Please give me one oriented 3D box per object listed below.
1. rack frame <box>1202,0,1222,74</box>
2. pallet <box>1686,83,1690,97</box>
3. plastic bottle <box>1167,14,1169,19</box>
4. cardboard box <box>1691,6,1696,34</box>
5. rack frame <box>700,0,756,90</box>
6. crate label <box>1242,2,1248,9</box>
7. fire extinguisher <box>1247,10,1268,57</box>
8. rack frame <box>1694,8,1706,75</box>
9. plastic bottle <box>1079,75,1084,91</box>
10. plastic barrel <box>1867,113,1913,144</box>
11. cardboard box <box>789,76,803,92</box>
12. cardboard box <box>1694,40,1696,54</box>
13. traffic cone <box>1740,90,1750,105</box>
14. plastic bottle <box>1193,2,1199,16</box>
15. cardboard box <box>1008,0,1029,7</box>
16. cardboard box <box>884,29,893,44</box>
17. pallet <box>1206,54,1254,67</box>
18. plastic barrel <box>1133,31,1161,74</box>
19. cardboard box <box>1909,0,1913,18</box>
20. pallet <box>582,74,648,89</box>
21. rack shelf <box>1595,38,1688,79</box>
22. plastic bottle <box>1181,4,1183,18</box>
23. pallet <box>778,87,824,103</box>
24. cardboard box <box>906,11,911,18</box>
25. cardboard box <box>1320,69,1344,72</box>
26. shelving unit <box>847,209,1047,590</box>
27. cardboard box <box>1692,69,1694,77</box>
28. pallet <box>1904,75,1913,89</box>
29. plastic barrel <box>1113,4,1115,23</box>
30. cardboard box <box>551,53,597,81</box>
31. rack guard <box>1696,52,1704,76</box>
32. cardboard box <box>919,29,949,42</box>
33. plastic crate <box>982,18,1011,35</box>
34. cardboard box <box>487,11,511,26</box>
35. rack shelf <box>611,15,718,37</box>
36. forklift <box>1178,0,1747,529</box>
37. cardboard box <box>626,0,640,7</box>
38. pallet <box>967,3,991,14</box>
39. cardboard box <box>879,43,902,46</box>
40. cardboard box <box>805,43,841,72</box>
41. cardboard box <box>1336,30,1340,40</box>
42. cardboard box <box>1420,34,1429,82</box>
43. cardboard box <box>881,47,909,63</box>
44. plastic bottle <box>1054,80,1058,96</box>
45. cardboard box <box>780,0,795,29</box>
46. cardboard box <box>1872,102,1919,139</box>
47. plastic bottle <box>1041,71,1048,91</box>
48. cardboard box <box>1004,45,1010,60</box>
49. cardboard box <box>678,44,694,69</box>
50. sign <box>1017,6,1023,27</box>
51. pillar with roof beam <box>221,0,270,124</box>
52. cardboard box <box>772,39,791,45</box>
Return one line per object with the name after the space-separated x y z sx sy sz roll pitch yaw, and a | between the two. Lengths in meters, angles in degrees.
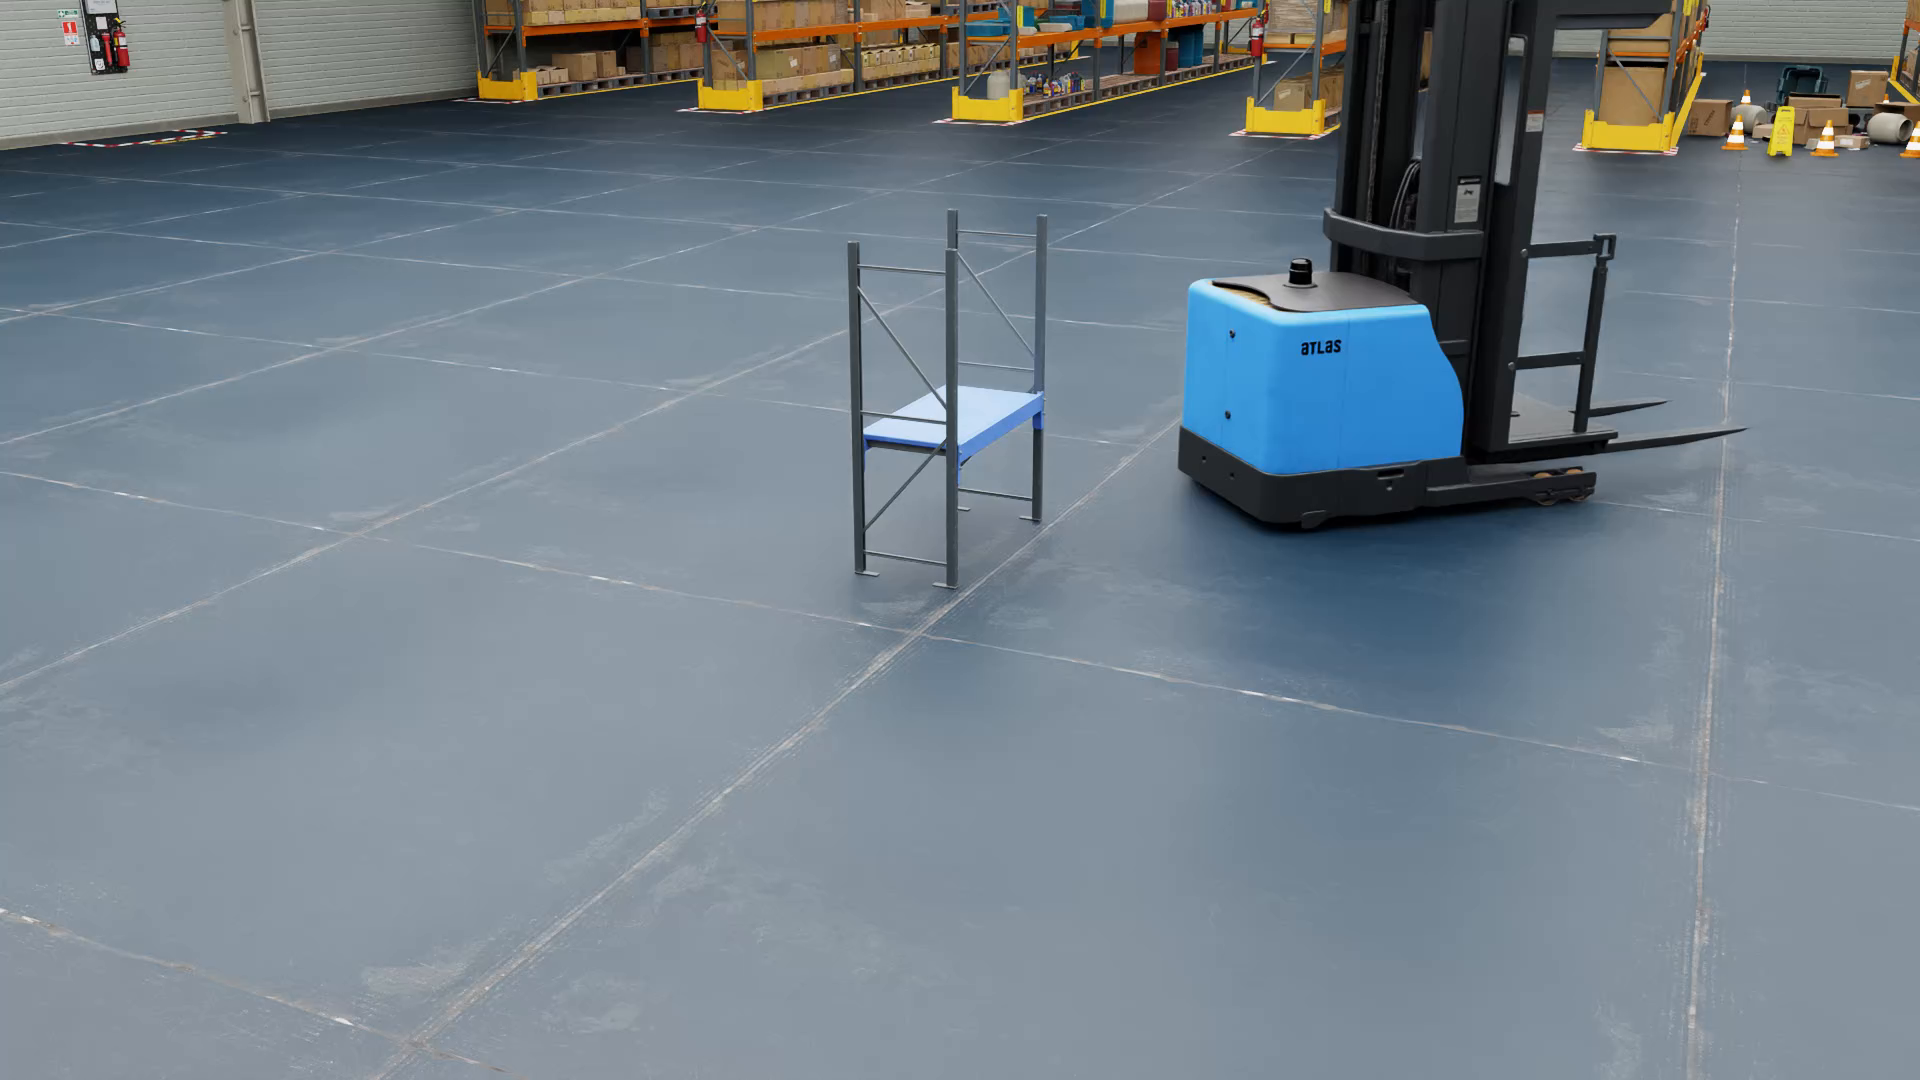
5.380 -12.053 37.384 1.000 3.000 0.127 9 21 23 | rack frame
13.566 -8.736 32.217 1.003 0.211 1.213 9 21 23 | pallet
4.214 -10.860 34.214 0.152 0.276 0.135 9 21 23 | plastic bottle
12.188 -8.849 28.227 0.500 0.500 0.500 9 21 24 | cardboard box
-4.052 -9.066 28.983 1.000 3.000 0.127 9 21 23 | rack frame
6.625 -12.731 39.593 0.396 0.136 0.243 9 21 23 | crate label
4.517 -7.697 25.250 0.296 0.674 0.183 9 21 23 | fire extinguisher
16.020 -11.885 36.911 1.000 3.000 0.127 9 21 23 | rack frame
2.208 -8.343 30.348 0.061 0.283 0.133 10 22 25 | plastic bottle
13.490 -5.971 24.126 0.421 0.421 0.512 -9 22 -24 | plastic barrel
-3.223 -8.407 30.610 0.500 0.250 0.500 9 21 23 | cardboard box
14.308 -9.773 32.957 0.500 0.250 0.500 8 21 21 | cardboard box
13.033 -7.224 27.591 0.336 0.463 0.334 9 21 23 | traffic cone
5.102 -11.523 36.078 0.152 0.276 0.135 9 21 23 | plastic bottle
1.319 -12.899 39.614 0.500 0.500 0.500 9 22 24 | cardboard box
-2.216 -13.428 44.353 0.700 0.500 0.500 9 21 23 | cardboard box
6.645 -11.715 40.595 1.003 0.211 1.213 9 21 23 | pallet
3.926 -10.158 34.666 0.600 0.830 0.708 9 21 23 | plastic barrel
19.937 -11.018 34.324 0.500 0.500 0.500 8 21 22 | cardboard box
-7.177 -9.443 34.206 1.003 0.211 1.213 9 21 23 | pallet
10.287 -7.266 24.997 1.077 0.370 4.000 9 21 23 | rack shelf
4.665 -11.172 35.098 0.097 0.271 0.097 0 20 0 | plastic bottle
-3.276 -8.363 31.169 1.003 0.211 1.213 9 21 23 | pallet
-1.247 -10.995 34.784 0.380 0.149 0.250 10 22 27 | cardboard box
6.422 -7.831 28.616 0.500 0.500 0.500 8 21 21 | cardboard box
-0.035 -0.681 7.644 0.538 1.500 1.048 9 21 23 | shelving unit
14.824 -9.584 34.069 0.380 0.149 0.250 8 21 20 | cardboard box
19.820 -9.296 33.793 1.003 0.211 1.213 9 21 23 | pallet
2.696 -9.934 31.222 0.433 0.535 0.433 0 20 0 | plastic barrel
-7.628 -9.364 32.898 0.700 0.500 0.500 7 21 19 | cardboard box
15.989 -10.684 37.264 1.175 0.500 0.348 9 21 23 | rack guard
-0.588 -11.230 37.024 0.500 0.250 0.500 9 22 25 | cardboard box
0.669 -8.706 28.196 0.499 0.251 0.408 9 21 23 | plastic crate
-8.558 -9.852 31.390 0.500 0.250 0.500 9 21 23 | cardboard box
-6.116 -11.239 36.169 1.077 0.370 4.000 9 21 23 | rack shelf
2.729 -1.715 8.418 3.031 2.935 1.130 -7 21 -18 | forklift
-6.846 -11.072 33.700 0.500 0.500 0.500 8 21 23 | cardboard box
0.016 -12.016 37.565 1.003 0.211 1.213 9 21 23 | pallet
-1.466 -10.396 35.365 0.500 0.311 0.500 8 21 21 | cardboard box
-2.620 -9.221 31.778 0.500 0.500 0.500 9 21 23 | cardboard box
5.824 -8.024 26.430 0.380 0.149 0.250 9 21 23 | cardboard box
8.562 -9.556 32.905 1.225 0.875 0.875 8 21 20 | cardboard box
-1.389 -10.017 34.299 0.500 0.311 0.500 9 22 24 | cardboard box
1.674 -7.953 29.271 0.097 0.271 0.097 0 20 0 | plastic bottle
-3.430 -9.566 30.241 0.700 0.500 0.500 9 21 23 | cardboard box
13.983 -6.251 24.795 0.500 0.500 0.500 -9 22 -24 | cardboard box
1.526 -8.357 30.288 0.144 0.351 0.185 9 21 23 | plastic bottle
0.922 -11.573 39.109 0.500 0.500 0.500 8 21 22 | cardboard box
-6.237 -10.539 36.200 0.700 0.500 0.500 9 21 23 | cardboard box
0.966 -8.438 26.807 0.100 0.325 0.005 9 21 23 | sign
-7.605 -10.478 24.003 9.100 9.000 0.400 9 21 23 | pillar with roof beam
-4.511 -11.848 39.390 0.750 0.750 0.750 8 21 22 | cardboard box
